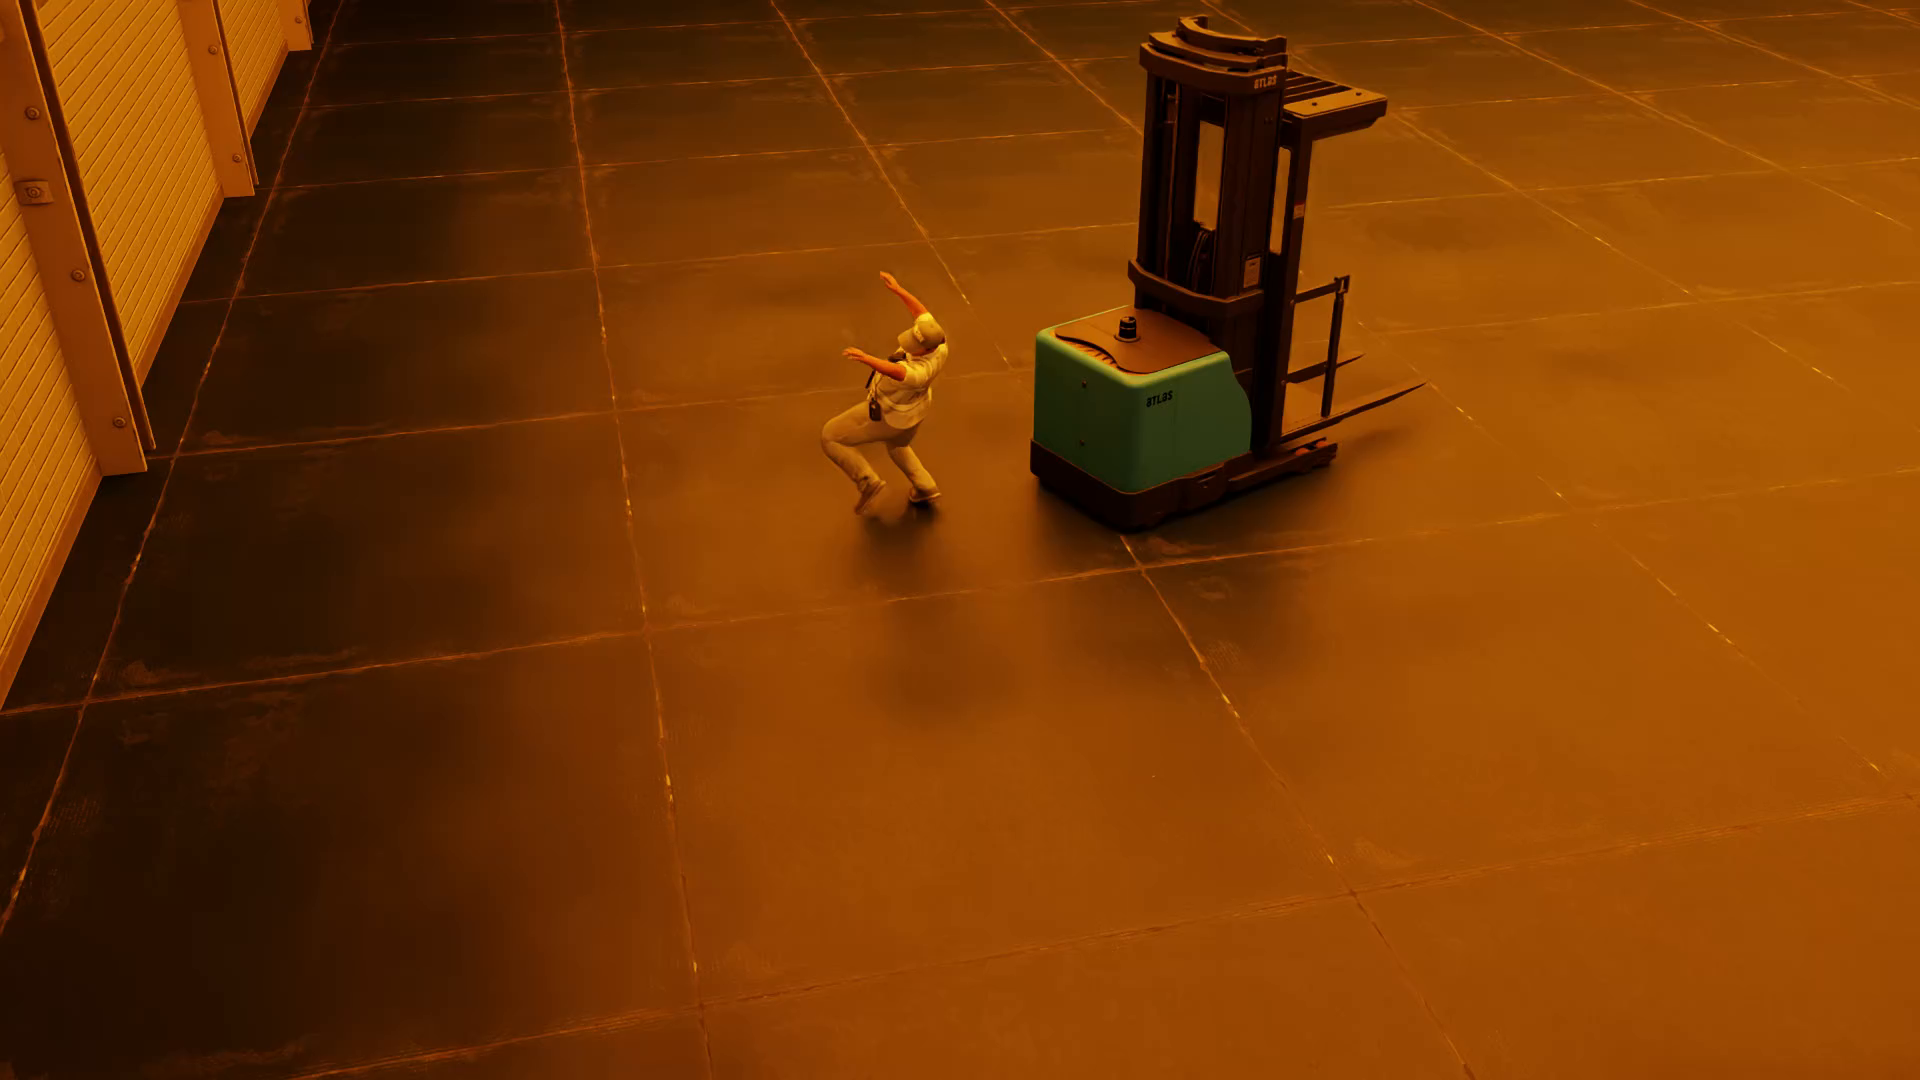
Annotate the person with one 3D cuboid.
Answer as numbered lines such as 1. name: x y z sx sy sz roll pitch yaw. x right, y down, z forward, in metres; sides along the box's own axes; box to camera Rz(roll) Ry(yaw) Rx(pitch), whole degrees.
1. person: -0.524 -0.830 10.411 0.777 1.577 1.011 18 35 29

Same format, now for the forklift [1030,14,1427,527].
1. forklift: 1.964 -1.920 10.891 3.031 2.935 1.130 -20 35 -30
